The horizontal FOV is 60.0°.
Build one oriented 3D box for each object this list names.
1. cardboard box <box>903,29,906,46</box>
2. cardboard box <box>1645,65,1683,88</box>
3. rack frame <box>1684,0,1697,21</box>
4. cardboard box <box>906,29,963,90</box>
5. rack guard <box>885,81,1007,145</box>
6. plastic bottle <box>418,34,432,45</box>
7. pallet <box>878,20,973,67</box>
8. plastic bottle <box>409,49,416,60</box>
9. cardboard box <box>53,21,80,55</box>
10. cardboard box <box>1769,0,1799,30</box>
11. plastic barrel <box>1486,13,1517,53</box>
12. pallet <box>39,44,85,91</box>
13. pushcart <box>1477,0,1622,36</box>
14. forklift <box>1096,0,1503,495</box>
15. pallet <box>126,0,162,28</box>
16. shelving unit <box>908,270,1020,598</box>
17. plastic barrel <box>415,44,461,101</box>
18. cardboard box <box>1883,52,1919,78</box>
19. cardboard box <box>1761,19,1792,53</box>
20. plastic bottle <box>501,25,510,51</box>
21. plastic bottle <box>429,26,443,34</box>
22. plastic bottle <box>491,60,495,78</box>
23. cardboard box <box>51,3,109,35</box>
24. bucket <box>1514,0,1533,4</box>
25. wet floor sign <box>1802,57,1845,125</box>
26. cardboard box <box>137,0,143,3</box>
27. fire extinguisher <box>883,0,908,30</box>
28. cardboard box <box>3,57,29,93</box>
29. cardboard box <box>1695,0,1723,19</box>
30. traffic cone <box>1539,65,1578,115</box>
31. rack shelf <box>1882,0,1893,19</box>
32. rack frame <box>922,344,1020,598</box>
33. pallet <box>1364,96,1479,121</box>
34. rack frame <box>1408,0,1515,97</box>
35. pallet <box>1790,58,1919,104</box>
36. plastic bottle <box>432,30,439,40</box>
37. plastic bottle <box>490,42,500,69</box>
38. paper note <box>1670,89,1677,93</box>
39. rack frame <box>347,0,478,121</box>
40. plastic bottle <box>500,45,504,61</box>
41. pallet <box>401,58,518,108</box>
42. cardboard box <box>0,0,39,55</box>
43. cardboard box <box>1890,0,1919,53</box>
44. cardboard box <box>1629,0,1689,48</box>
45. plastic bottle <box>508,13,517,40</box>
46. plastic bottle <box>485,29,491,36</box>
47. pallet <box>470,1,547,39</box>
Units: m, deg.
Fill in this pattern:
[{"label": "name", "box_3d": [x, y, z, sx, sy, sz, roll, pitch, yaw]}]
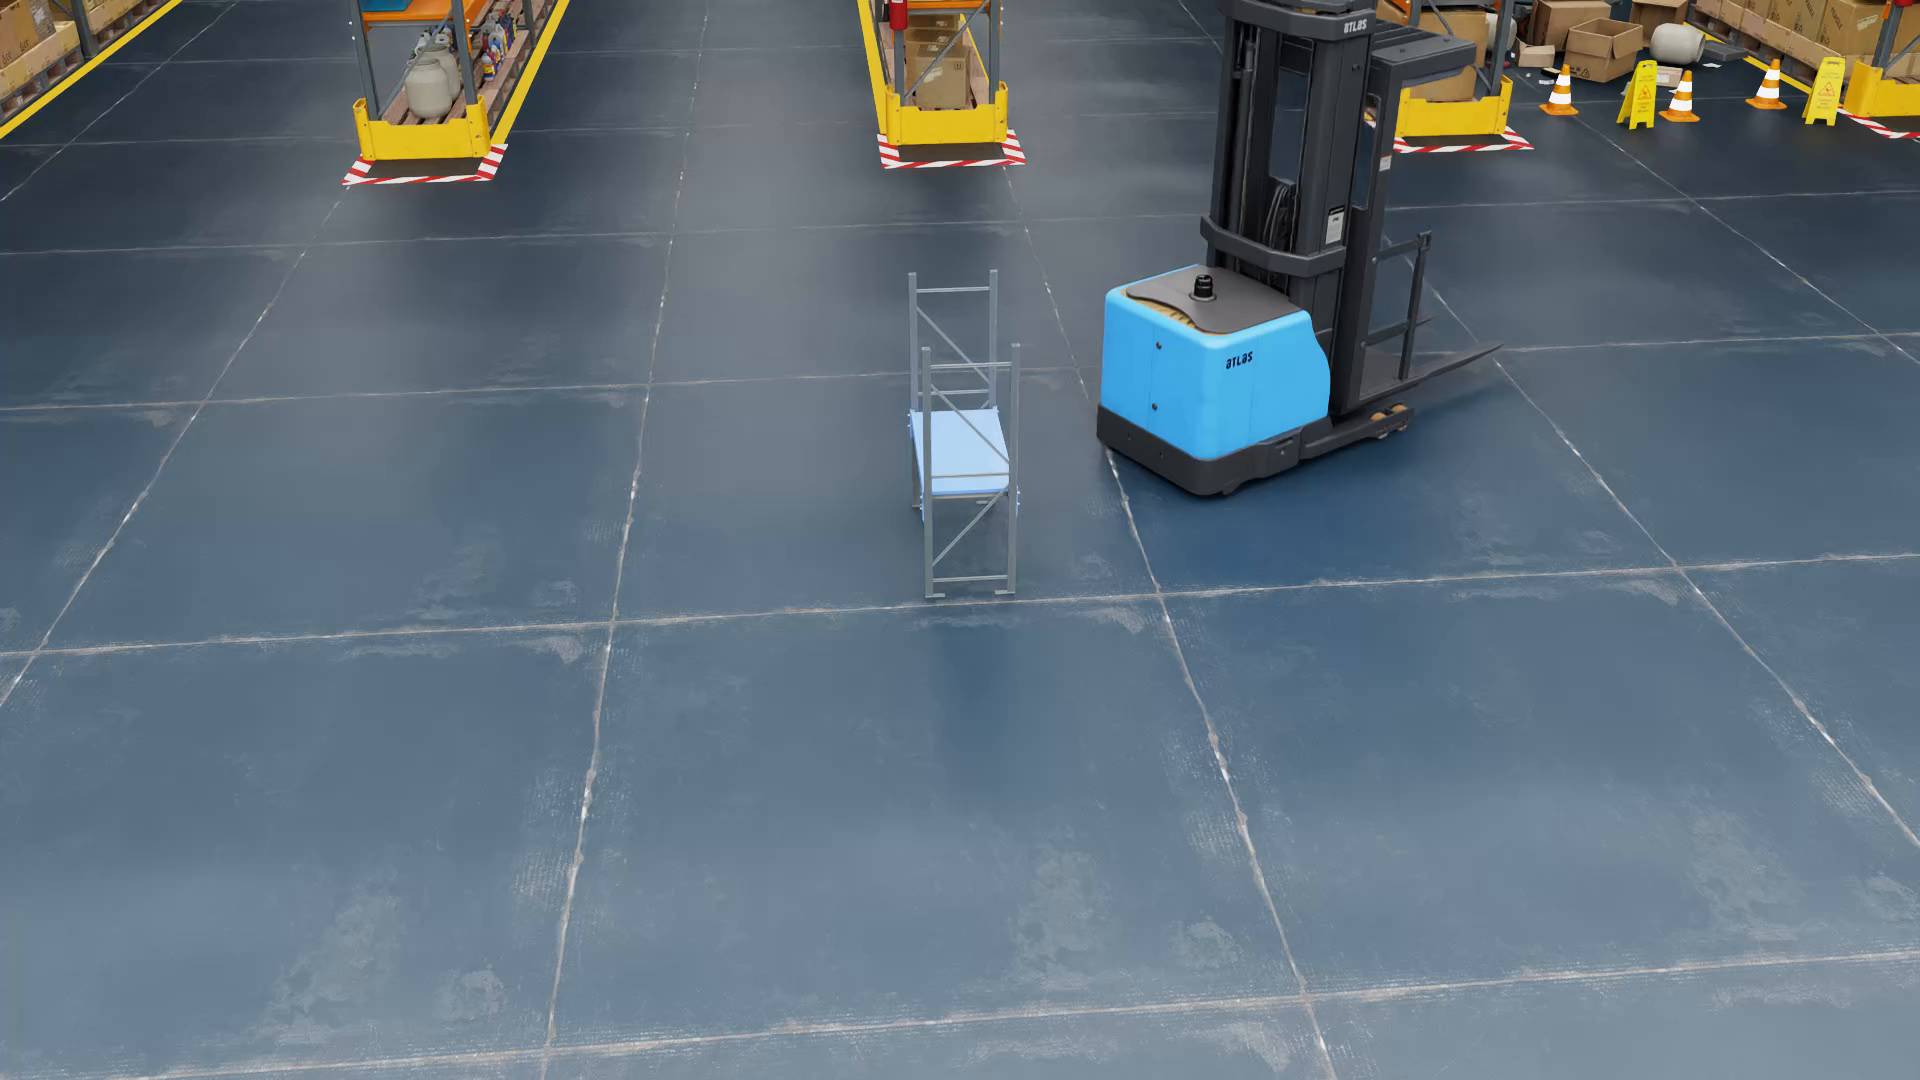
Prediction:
[{"label": "cardboard box", "box_3d": [-0.442, -5.854, 18.654, 0.500, 0.500, 0.500, 7, 32, 11]}, {"label": "cardboard box", "box_3d": [7.606, -5.026, 18.019, 0.380, 0.149, 0.250, 13, 33, 21]}, {"label": "rack frame", "box_3d": [9.366, -7.720, 19.750, 1.000, 3.000, 0.127, -3, 31, -5]}, {"label": "cardboard box", "box_3d": [-0.259, -4.933, 17.112, 0.500, 0.500, 0.500, 5, 31, 8]}, {"label": "rack guard", "box_3d": [-0.134, -4.169, 16.242, 1.175, 0.500, 0.348, -3, 31, -5]}, {"label": "plastic bottle", "box_3d": [-5.695, -5.219, 17.717, 0.144, 0.351, 0.185, -2, 31, -3]}, {"label": "pallet", "box_3d": [-0.403, -5.707, 19.098, 1.003, 0.211, 1.213, -3, 31, -5]}, {"label": "plastic bottle", "box_3d": [-5.696, -4.964, 17.355, 0.061, 0.283, 0.133, -2, 31, -3]}, {"label": "cardboard box", "box_3d": [-10.103, -5.546, 18.382, 0.500, 0.250, 0.500, -3, 31, -5]}, {"label": "cardboard box", "box_3d": [9.313, -5.920, 18.277, 0.500, 0.500, 0.500, -3, 31, -6]}, {"label": "plastic barrel", "box_3d": [6.080, -5.820, 19.080, 0.512, 0.421, 0.421, 20, 36, 29]}, {"label": "pallet", "box_3d": [-10.332, -5.167, 18.195, 1.003, 0.211, 1.213, -3, 31, -5]}, {"label": "pushcart", "box_3d": [7.100, -6.459, 20.196, 1.648, 0.377, 0.936, -14, 33, -22]}, {"label": "forklift", "box_3d": [2.372, -2.119, 10.439, 3.031, 2.935, 1.130, -20, 36, -30]}, {"label": "pallet", "box_3d": [-10.589, -6.574, 20.550, 1.003, 0.211, 1.213, -3, 31, -5]}, {"label": "shelving unit", "box_3d": [0.008, -0.600, 9.292, 0.538, 1.500, 1.048, -3, 31, -5]}, {"label": "plastic barrel", "box_3d": [-5.243, -4.666, 16.653, 0.421, 0.512, 0.421, 0, 31, 0]}, {"label": "cardboard box", "box_3d": [9.939, -5.103, 17.640, 0.500, 0.250, 0.500, -3, 31, -5]}, {"label": "cardboard box", "box_3d": [9.301, -5.609, 18.488, 0.500, 0.250, 0.500, -4, 31, -6]}, {"label": "plastic bottle", "box_3d": [-5.010, -5.536, 18.314, 0.061, 0.283, 0.133, -1, 31, -1]}, {"label": "plastic bottle", "box_3d": [-5.752, -5.531, 18.239, 0.144, 0.351, 0.185, -4, 31, -7]}, {"label": "plastic bottle", "box_3d": [-4.927, -4.947, 17.406, 0.097, 0.201, 0.097, 0, 31, 0]}, {"label": "cardboard box", "box_3d": [-10.155, -5.990, 19.125, 0.500, 0.250, 0.500, -3, 31, -6]}, {"label": "bucket", "box_3d": [6.755, -6.719, 19.784, 0.726, 0.611, 0.620, 8, 22, 13]}, {"label": "wet floor sign", "box_3d": [8.692, -4.519, 16.686, 0.267, 0.644, 0.232, 8, 32, 13]}, {"label": "cardboard box", "box_3d": [-10.299, -6.775, 20.440, 0.500, 0.250, 0.500, -2, 31, -4]}, {"label": "fire extinguisher", "box_3d": [-0.575, -5.089, 15.421, 0.296, 0.674, 0.183, -3, 31, -5]}, {"label": "cardboard box", "box_3d": [-9.958, -4.780, 17.100, 0.500, 0.250, 0.500, -3, 31, -5]}, {"label": "cardboard box", "box_3d": [9.152, -6.406, 19.821, 0.500, 0.250, 0.500, -4, 31, -7]}, {"label": "traffic cone", "box_3d": [6.185, -4.639, 17.065, 0.336, 0.463, 0.334, -3, 31, -5]}, {"label": "rack shelf", "box_3d": [9.553, -6.390, 18.225, 1.077, 0.370, 4.000, -3, 31, -5]}, {"label": "rack frame", "box_3d": [0.055, -0.341, 8.858, 0.500, 1.500, 0.032, -3, 31, -5]}, {"label": "pallet", "box_3d": [4.668, -4.596, 17.239, 1.003, 0.211, 1.213, -3, 31, -5]}, {"label": "rack frame", "box_3d": [4.821, -5.389, 15.847, 1.000, 3.000, 0.127, -3, 31, -5]}, {"label": "pallet", "box_3d": [9.692, -4.936, 17.808, 1.003, 0.211, 1.213, -3, 31, -5]}, {"label": "plastic bottle", "box_3d": [-5.701, -5.424, 18.137, 0.097, 0.271, 0.097, 0, 31, 0]}, {"label": "plastic bottle", "box_3d": [-4.959, -5.150, 17.678, 0.097, 0.271, 0.097, 0, 31, 0]}, {"label": "paper note", "box_3d": [7.669, -4.790, 17.740, 0.148, 0.019, 0.142, -14, 33, -22]}, {"label": "rack frame", "box_3d": [-5.059, -4.966, 15.138, 1.000, 3.000, 0.127, -3, 31, -5]}, {"label": "plastic bottle", "box_3d": [-4.987, -5.275, 17.957, 0.097, 0.201, 0.097, 0, 31, 0]}, {"label": "pallet", "box_3d": [-5.294, -4.842, 17.650, 1.003, 0.211, 1.213, -3, 31, -5]}, {"label": "cardboard box", "box_3d": [-10.018, -5.357, 17.334, 0.500, 0.500, 0.500, -3, 31, -5]}, {"label": "cardboard box", "box_3d": [9.937, -5.437, 17.468, 0.500, 0.500, 0.500, -4, 31, -6]}, {"label": "cardboard box", "box_3d": [8.111, -6.036, 19.365, 0.500, 0.500, 0.500, 20, 36, 29]}, {"label": "plastic bottle", "box_3d": [-5.059, -5.801, 18.756, 0.061, 0.283, 0.133, -1, 31, -2]}, {"label": "plastic bottle", "box_3d": [-5.137, -5.435, 18.143, 0.061, 0.283, 0.133, -3, 31, -5]}, {"label": "pallet", "box_3d": [-5.544, -6.210, 19.941, 1.003, 0.211, 1.213, -3, 31, -5]}]
